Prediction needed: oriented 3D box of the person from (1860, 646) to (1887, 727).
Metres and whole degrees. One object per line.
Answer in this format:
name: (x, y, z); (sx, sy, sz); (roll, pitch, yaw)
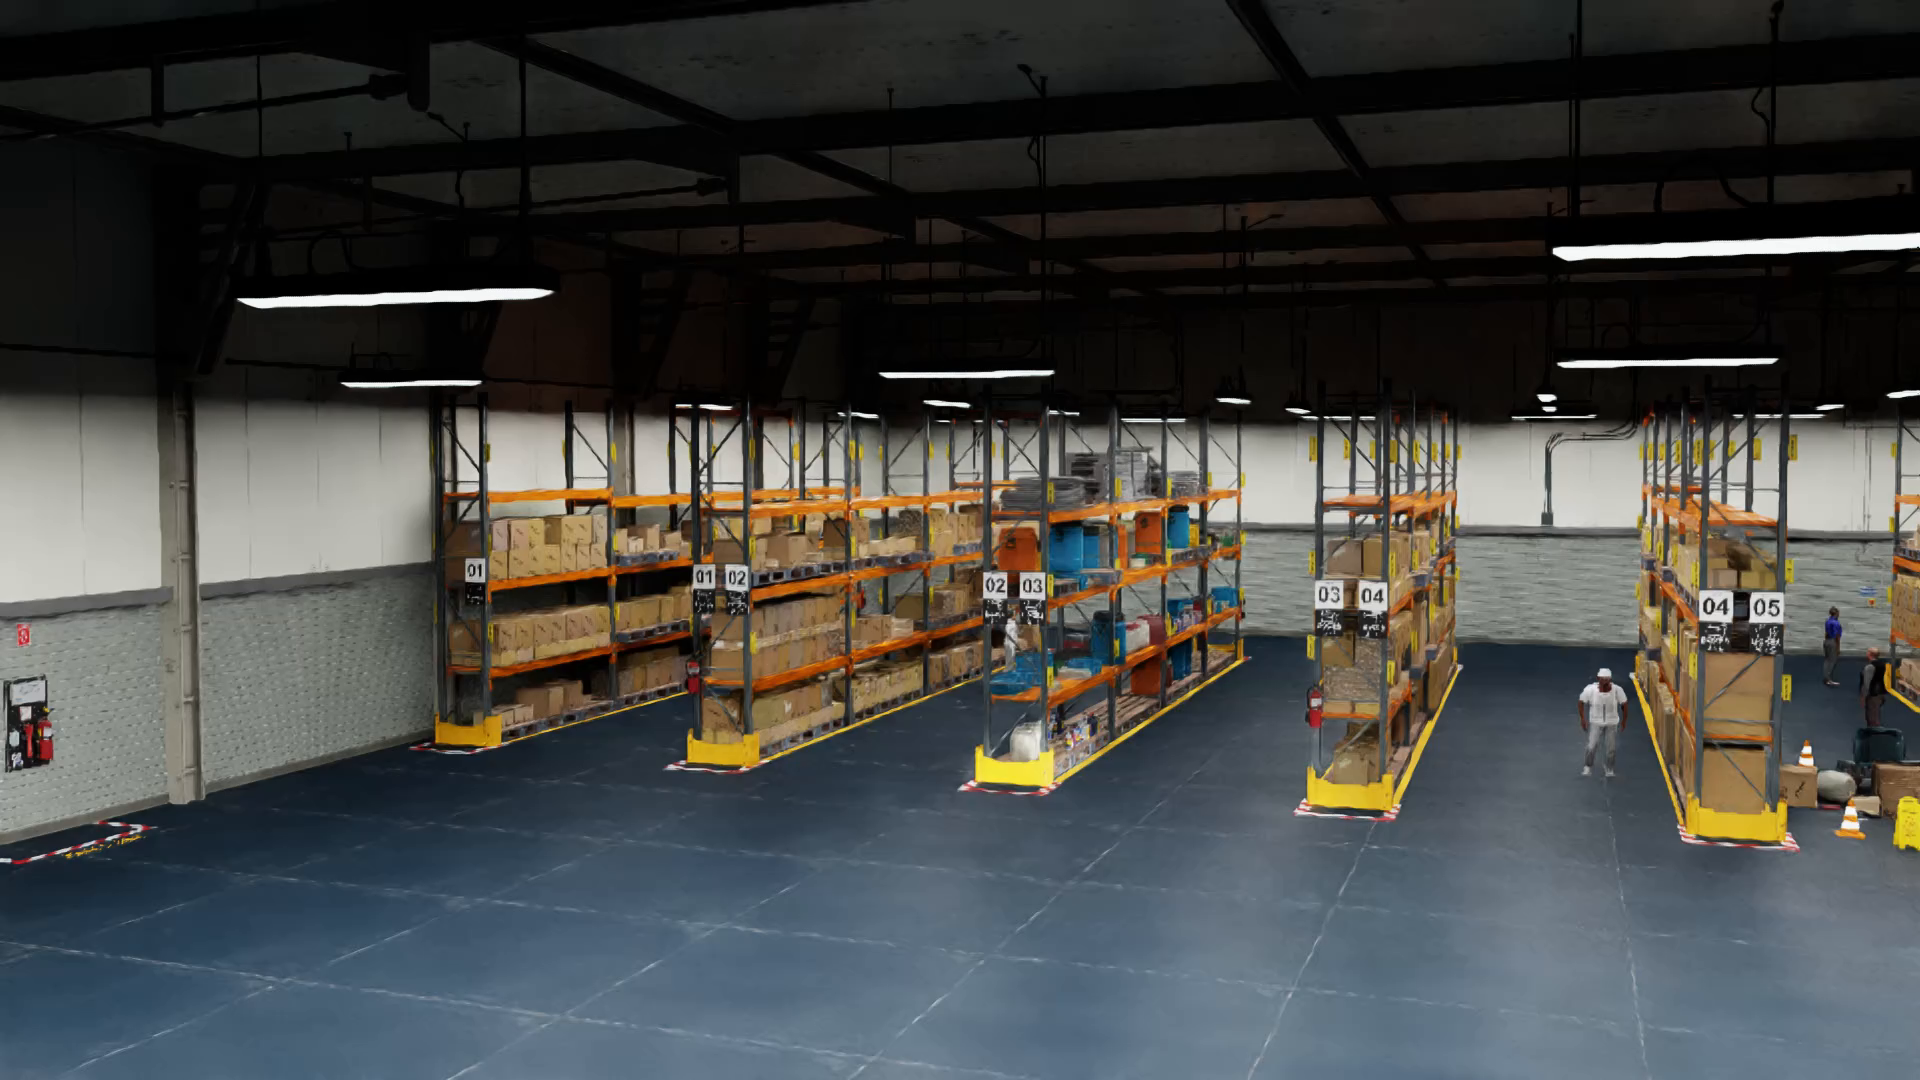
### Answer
person: (15.368, 2.611, 27.921); (0.618, 1.660, 0.432); (-3, 4, -43)

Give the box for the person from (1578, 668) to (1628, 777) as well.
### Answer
person: (9.850, 2.796, 25.487); (0.718, 1.714, 0.578); (1, 3, 18)

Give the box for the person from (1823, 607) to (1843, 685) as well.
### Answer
person: (18.719, 2.259, 35.675); (0.373, 1.659, 0.588); (0, 3, 3)

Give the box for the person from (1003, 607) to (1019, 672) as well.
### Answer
person: (1.092, 2.268, 35.270); (0.364, 1.682, 0.582); (0, 3, -2)
